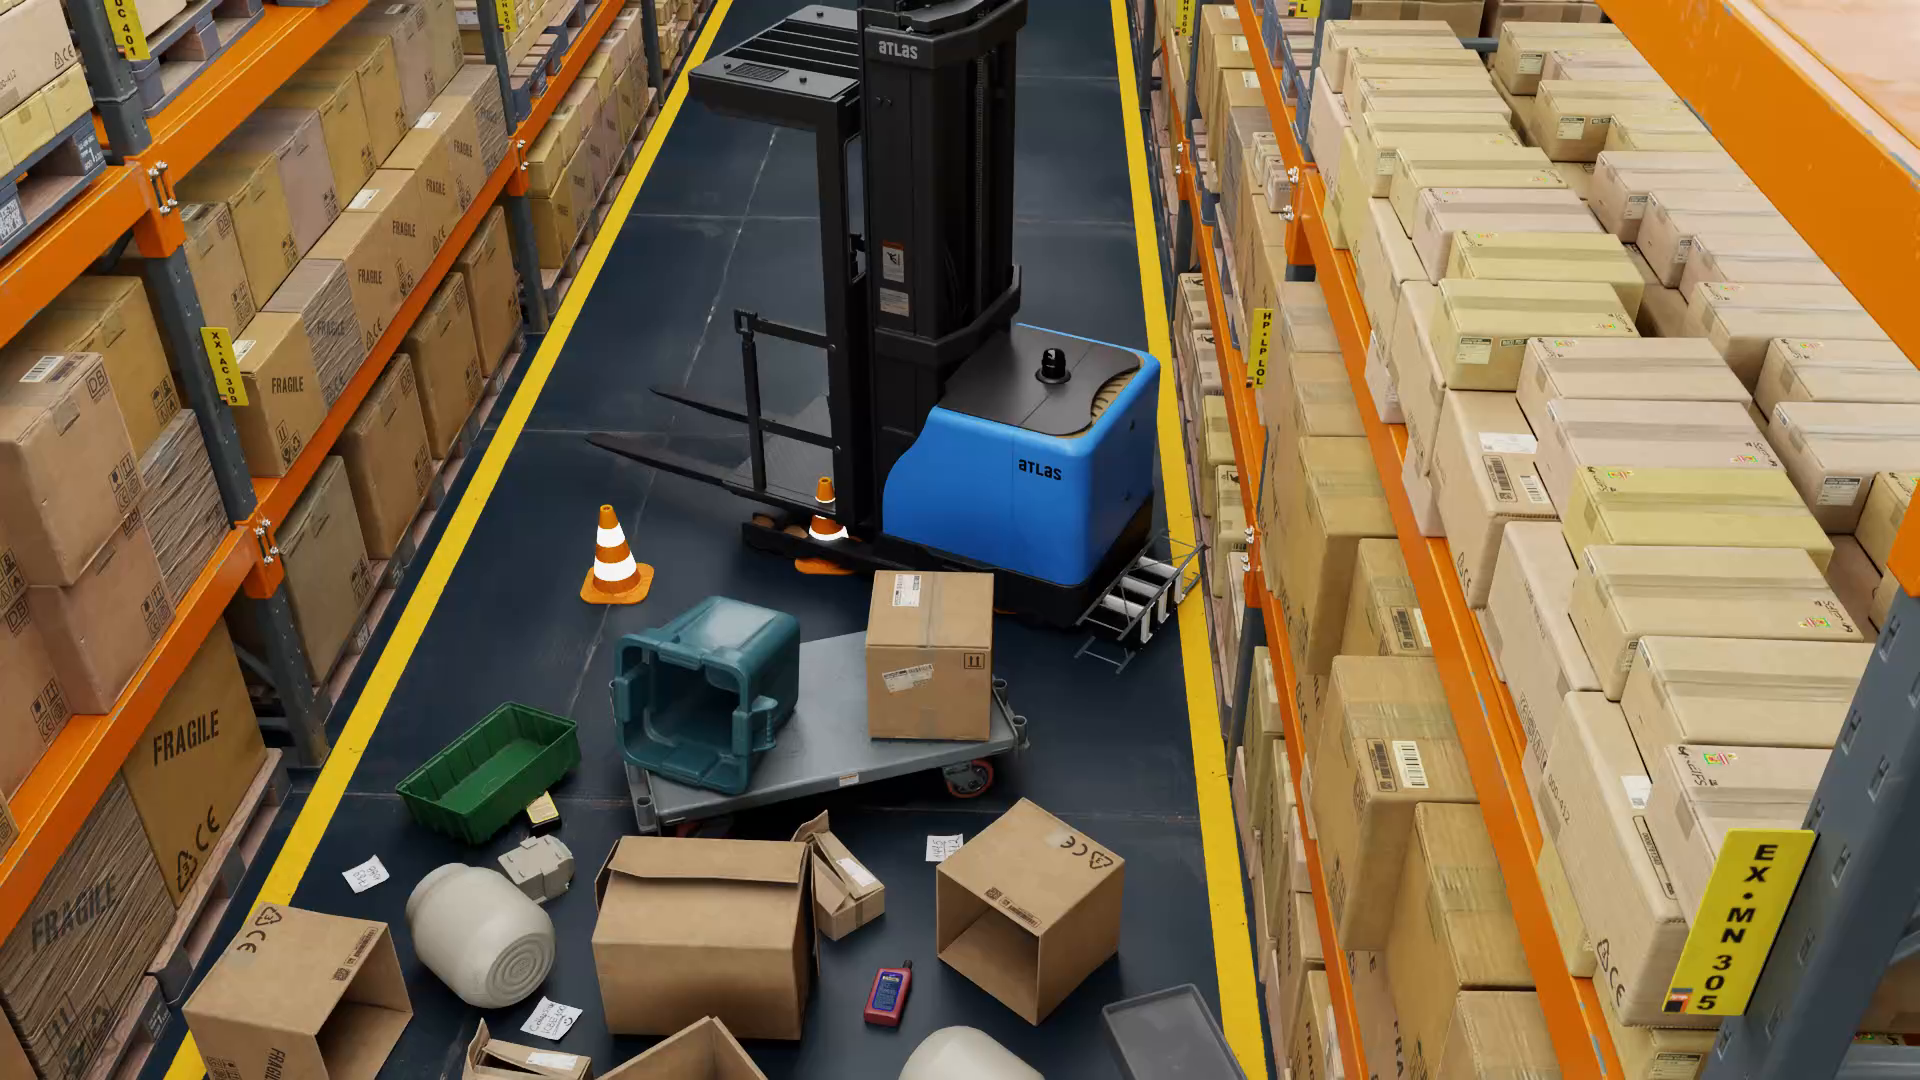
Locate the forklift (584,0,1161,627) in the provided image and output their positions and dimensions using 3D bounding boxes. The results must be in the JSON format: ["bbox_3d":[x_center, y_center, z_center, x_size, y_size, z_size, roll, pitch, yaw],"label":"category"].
[{"bbox_3d":[-0.557,-1.359,8.080,3.031,2.935,1.130,16,38,21],"label":"forklift"}]

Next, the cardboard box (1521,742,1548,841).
[{"bbox_3d":[1.260,0.455,3.050,0.380,0.149,0.250,2,35,3],"label":"cardboard box"}]

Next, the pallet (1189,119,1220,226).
[{"bbox_3d":[1.902,-2.020,9.127,1.213,0.211,1.003,1,35,2],"label":"pallet"}]

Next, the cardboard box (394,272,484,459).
[{"bbox_3d":[-3.272,-0.967,9.055,1.050,0.750,0.750,2,35,3],"label":"cardboard box"}]

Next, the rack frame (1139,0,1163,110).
[{"bbox_3d":[1.985,-4.808,12.928,1.000,3.000,0.127,1,35,2],"label":"rack frame"}]

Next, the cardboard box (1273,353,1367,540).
[{"bbox_3d":[1.387,-0.243,5.217,0.700,0.500,0.500,2,35,2],"label":"cardboard box"}]

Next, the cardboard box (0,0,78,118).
[{"bbox_3d":[-3.050,-1.480,5.003,0.500,0.250,0.500,1,35,1],"label":"cardboard box"}]

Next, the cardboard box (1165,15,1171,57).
[{"bbox_3d":[1.626,-3.328,10.953,0.500,0.250,0.500,1,35,1],"label":"cardboard box"}]

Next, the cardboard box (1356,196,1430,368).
[{"bbox_3d":[1.328,-0.669,4.302,0.500,0.250,0.500,2,35,2],"label":"cardboard box"}]

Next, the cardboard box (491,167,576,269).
[{"bbox_3d":[-2.843,-2.116,10.906,0.500,0.500,0.500,0,35,0],"label":"cardboard box"}]

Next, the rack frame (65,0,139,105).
[{"bbox_3d":[-3.287,-2.723,4.743,1.000,3.000,0.127,1,35,2],"label":"rack frame"}]

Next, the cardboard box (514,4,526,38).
[{"bbox_3d":[-2.897,-3.186,10.215,0.380,0.149,0.250,3,35,4],"label":"cardboard box"}]

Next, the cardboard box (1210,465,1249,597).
[{"bbox_3d":[1.708,-0.023,8.040,0.950,0.372,0.625,3,35,5],"label":"cardboard box"}]

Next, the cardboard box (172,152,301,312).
[{"bbox_3d":[-3.254,-1.299,6.979,0.700,0.500,0.500,1,35,1],"label":"cardboard box"}]

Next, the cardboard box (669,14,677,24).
[{"bbox_3d":[-2.701,-4.515,14.626,0.380,0.149,0.250,1,35,1],"label":"cardboard box"}]

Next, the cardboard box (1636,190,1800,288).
[{"bbox_3d":[1.884,-0.728,4.040,0.380,0.149,0.250,2,35,2],"label":"cardboard box"}]

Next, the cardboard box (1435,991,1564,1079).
[{"bbox_3d":[1.305,1.216,3.141,0.700,0.500,0.500,1,35,1],"label":"cardboard box"}]

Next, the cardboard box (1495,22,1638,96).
[{"bbox_3d":[1.869,-1.475,5.103,0.380,0.149,0.250,2,35,3],"label":"cardboard box"}]

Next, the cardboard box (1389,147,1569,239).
[{"bbox_3d":[1.327,-0.894,4.275,0.380,0.149,0.250,0,35,0],"label":"cardboard box"}]

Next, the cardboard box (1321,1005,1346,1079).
[{"bbox_3d":[1.248,1.493,4.773,0.380,0.149,0.250,3,35,4],"label":"cardboard box"}]

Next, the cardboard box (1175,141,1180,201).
[{"bbox_3d":[1.975,-2.720,11.440,0.875,0.875,0.875,2,35,2],"label":"cardboard box"}]

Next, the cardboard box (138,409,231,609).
[{"bbox_3d":[-3.289,-0.117,6.123,0.875,0.550,0.550,1,35,2],"label":"cardboard box"}]

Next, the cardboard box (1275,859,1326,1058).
[{"bbox_3d":[1.338,1.373,5.507,0.500,0.500,0.500,3,35,4],"label":"cardboard box"}]

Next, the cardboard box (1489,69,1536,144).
[{"bbox_3d":[1.915,-1.239,5.112,0.500,0.250,0.500,1,35,1],"label":"cardboard box"}]

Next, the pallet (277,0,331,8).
[{"bbox_3d":[-3.141,-2.702,7.488,1.003,0.211,1.213,3,35,4],"label":"pallet"}]

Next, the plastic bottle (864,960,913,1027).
[{"bbox_3d":[-0.262,1.688,6.240,0.133,0.061,0.283,7,36,10],"label":"plastic bottle"}]

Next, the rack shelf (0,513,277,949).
[{"bbox_3d":[-3.367,1.175,5.040,1.077,0.370,4.000,1,35,2],"label":"rack shelf"}]

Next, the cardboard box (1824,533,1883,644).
[{"bbox_3d":[1.819,0.227,3.027,0.500,0.250,0.500,1,35,1],"label":"cardboard box"}]

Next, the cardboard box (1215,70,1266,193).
[{"bbox_3d":[1.546,-1.986,8.203,0.500,0.500,0.500,2,35,3],"label":"cardboard box"}]

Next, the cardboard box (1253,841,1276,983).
[{"bbox_3d":[1.360,1.381,6.148,0.500,0.250,0.500,3,35,5],"label":"cardboard box"}]

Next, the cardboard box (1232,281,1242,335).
[{"bbox_3d":[1.418,-1.029,7.405,0.380,0.149,0.250,2,35,2],"label":"cardboard box"}]

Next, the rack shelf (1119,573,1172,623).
[{"bbox_3d":[0.900,0.268,8.117,0.258,0.200,0.077,20,41,26],"label":"rack shelf"}]

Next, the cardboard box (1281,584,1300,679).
[{"bbox_3d":[1.370,0.161,5.512,0.500,0.500,0.500,1,35,2],"label":"cardboard box"}]

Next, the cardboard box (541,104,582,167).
[{"bbox_3d":[-2.836,-2.704,11.091,0.500,0.250,0.500,1,35,1],"label":"cardboard box"}]

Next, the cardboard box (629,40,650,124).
[{"bbox_3d":[-2.743,-3.582,12.993,0.500,0.500,0.500,1,35,1],"label":"cardboard box"}]

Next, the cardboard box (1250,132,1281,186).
[{"bbox_3d":[1.459,-1.636,7.140,0.380,0.149,0.250,0,35,0],"label":"cardboard box"}]

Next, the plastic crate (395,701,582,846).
[{"bbox_3d":[-1.985,0.989,7.075,0.450,0.188,0.662,11,35,32],"label":"plastic crate"}]

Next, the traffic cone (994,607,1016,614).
[{"bbox_3d":[0.314,0.081,8.178,0.336,0.463,0.334,1,35,2],"label":"traffic cone"}]

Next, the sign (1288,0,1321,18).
[{"bbox_3d":[1.109,-1.822,5.279,0.100,0.325,0.005,1,35,2],"label":"sign"}]

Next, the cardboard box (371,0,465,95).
[{"bbox_3d":[-3.154,-2.759,9.056,0.700,0.500,0.500,1,35,2],"label":"cardboard box"}]

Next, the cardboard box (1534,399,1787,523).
[{"bbox_3d":[1.341,-0.145,3.209,0.380,0.149,0.250,1,35,2],"label":"cardboard box"}]

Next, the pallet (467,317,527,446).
[{"bbox_3d":[-3.233,-0.974,9.898,1.003,0.211,1.213,1,35,2],"label":"pallet"}]

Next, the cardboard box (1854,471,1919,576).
[{"bbox_3d":[1.871,0.006,2.994,0.380,0.149,0.250,1,35,2],"label":"cardboard box"}]

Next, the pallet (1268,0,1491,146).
[{"bbox_3d":[1.795,-1.714,6.081,1.213,0.211,1.003,1,35,2],"label":"pallet"}]

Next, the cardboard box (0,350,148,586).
[{"bbox_3d":[-3.242,-0.241,5.361,0.875,0.550,0.550,1,35,2],"label":"cardboard box"}]

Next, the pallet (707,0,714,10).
[{"bbox_3d":[-2.876,-5.512,16.355,1.003,0.211,1.213,1,35,2],"label":"pallet"}]

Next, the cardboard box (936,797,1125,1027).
[{"bbox_3d":[0.261,1.394,6.275,0.500,0.500,0.500,28,44,33],"label":"cardboard box"}]

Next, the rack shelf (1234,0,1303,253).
[{"bbox_3d":[1.744,-2.294,7.368,1.077,0.370,4.000,1,35,2],"label":"rack shelf"}]

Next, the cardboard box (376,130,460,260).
[{"bbox_3d":[-2.917,-1.768,8.516,0.500,0.500,0.500,1,35,1],"label":"cardboard box"}]

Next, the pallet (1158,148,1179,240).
[{"bbox_3d":[1.983,-2.519,12.097,1.003,0.211,1.213,1,35,2],"label":"pallet"}]

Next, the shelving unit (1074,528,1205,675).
[{"bbox_3d":[0.882,0.285,8.094,0.258,0.210,0.900,20,41,26],"label":"shelving unit"}]

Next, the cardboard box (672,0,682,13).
[{"bbox_3d":[-2.688,-4.793,14.763,0.380,0.149,0.250,3,35,4],"label":"cardboard box"}]

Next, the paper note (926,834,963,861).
[{"bbox_3d":[-0.062,1.268,6.865,0.148,0.019,0.142,1,35,2],"label":"paper note"}]

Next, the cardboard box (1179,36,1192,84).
[{"bbox_3d":[1.590,-2.937,9.962,0.500,0.250,0.500,1,35,2],"label":"cardboard box"}]

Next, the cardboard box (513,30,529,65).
[{"bbox_3d":[-2.895,-3.042,10.268,0.380,0.149,0.250,3,35,4],"label":"cardboard box"}]
